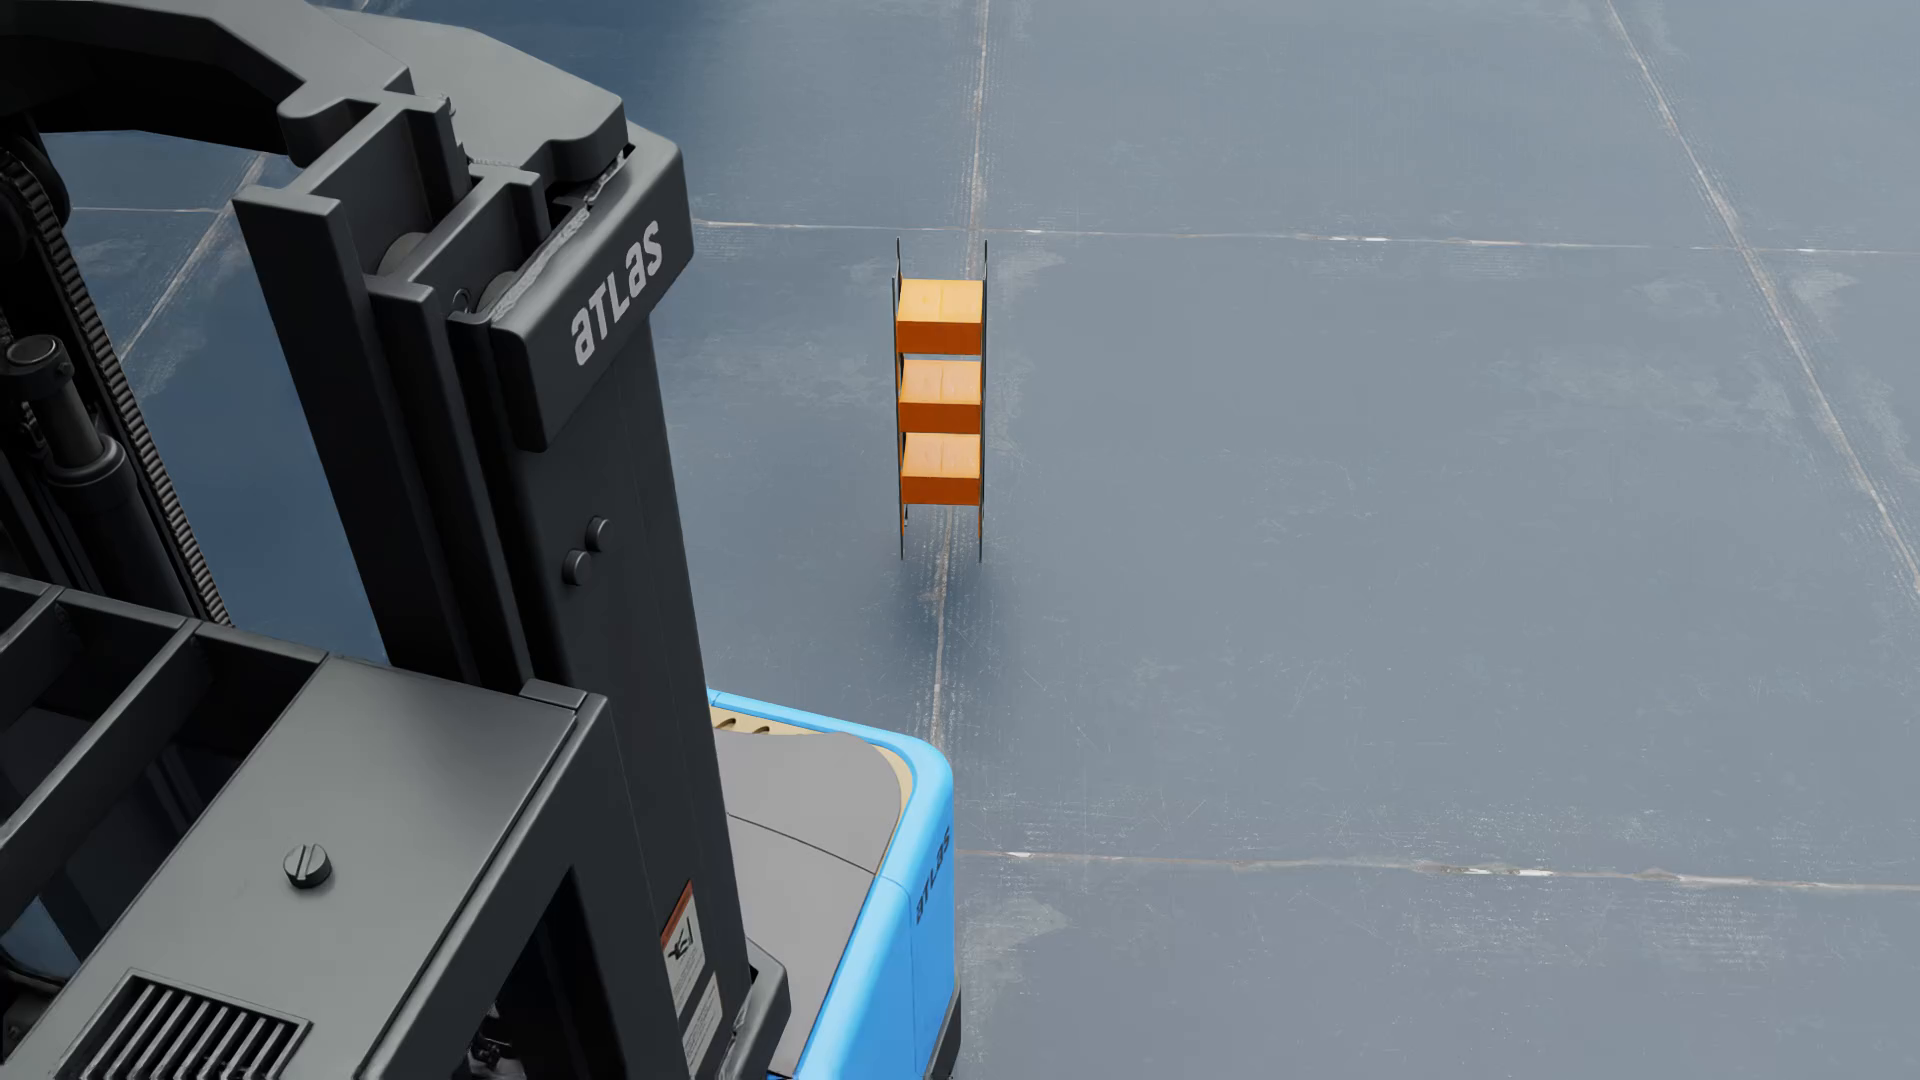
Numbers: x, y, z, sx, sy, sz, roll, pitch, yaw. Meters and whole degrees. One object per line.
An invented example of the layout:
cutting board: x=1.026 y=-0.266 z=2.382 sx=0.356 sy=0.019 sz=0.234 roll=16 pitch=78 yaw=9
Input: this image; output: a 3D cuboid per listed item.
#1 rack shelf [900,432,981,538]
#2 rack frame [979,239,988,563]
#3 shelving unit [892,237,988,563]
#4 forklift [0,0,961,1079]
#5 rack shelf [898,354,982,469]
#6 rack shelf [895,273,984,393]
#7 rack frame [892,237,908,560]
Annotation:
rack shelf: x=-0.053 y=-0.175 z=5.091 sx=0.240 sy=0.259 sz=0.215 roll=2 pitch=43 yaw=2
rack frame: x=0.068 y=-0.382 z=4.890 sx=0.008 sy=1.050 sz=0.200 roll=2 pitch=43 yaw=2
shelving unit: x=-0.053 y=-0.386 z=4.894 sx=0.252 sy=1.050 sz=0.215 roll=2 pitch=43 yaw=2
forklift: x=-0.913 y=0.980 z=2.047 sx=1.130 sy=2.935 sz=3.031 roll=12 pitch=44 yaw=12
rack shelf: x=-0.053 y=-0.378 z=4.901 sx=0.240 sy=0.259 sz=0.215 roll=2 pitch=43 yaw=2
rack shelf: x=-0.053 y=-0.586 z=4.708 sx=0.240 sy=0.259 sz=0.215 roll=2 pitch=43 yaw=2
rack frame: x=-0.175 y=-0.390 z=4.898 sx=0.008 sy=1.050 sz=0.200 roll=2 pitch=43 yaw=2
